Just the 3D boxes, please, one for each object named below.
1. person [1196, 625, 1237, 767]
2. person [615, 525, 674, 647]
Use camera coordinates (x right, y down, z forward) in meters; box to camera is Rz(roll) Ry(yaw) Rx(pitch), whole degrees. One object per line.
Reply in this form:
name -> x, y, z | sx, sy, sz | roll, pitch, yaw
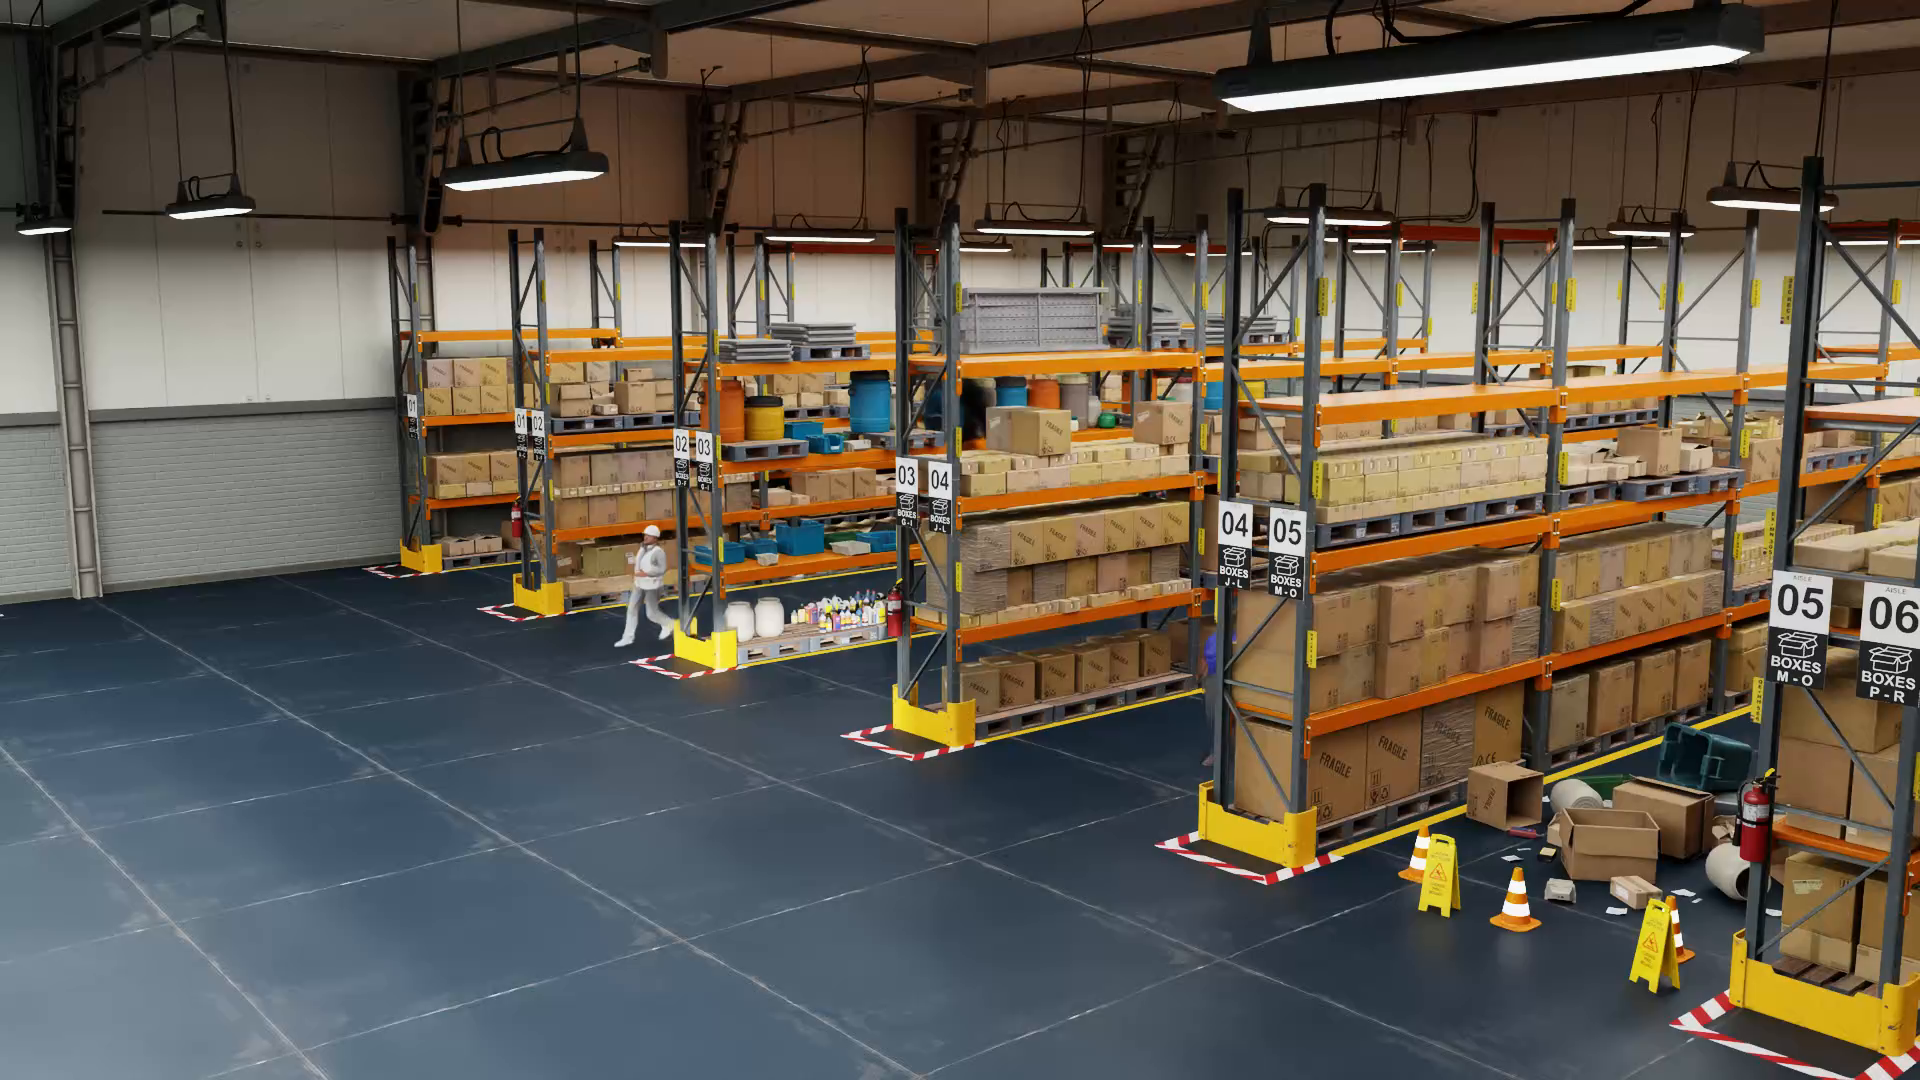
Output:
person -> 2.873, 1.601, 18.117 | 0.578, 1.641, 0.761 | 6, 11, 35
person -> -4.428, 0.644, 23.700 | 0.687, 1.736, 0.968 | 7, 11, 39
